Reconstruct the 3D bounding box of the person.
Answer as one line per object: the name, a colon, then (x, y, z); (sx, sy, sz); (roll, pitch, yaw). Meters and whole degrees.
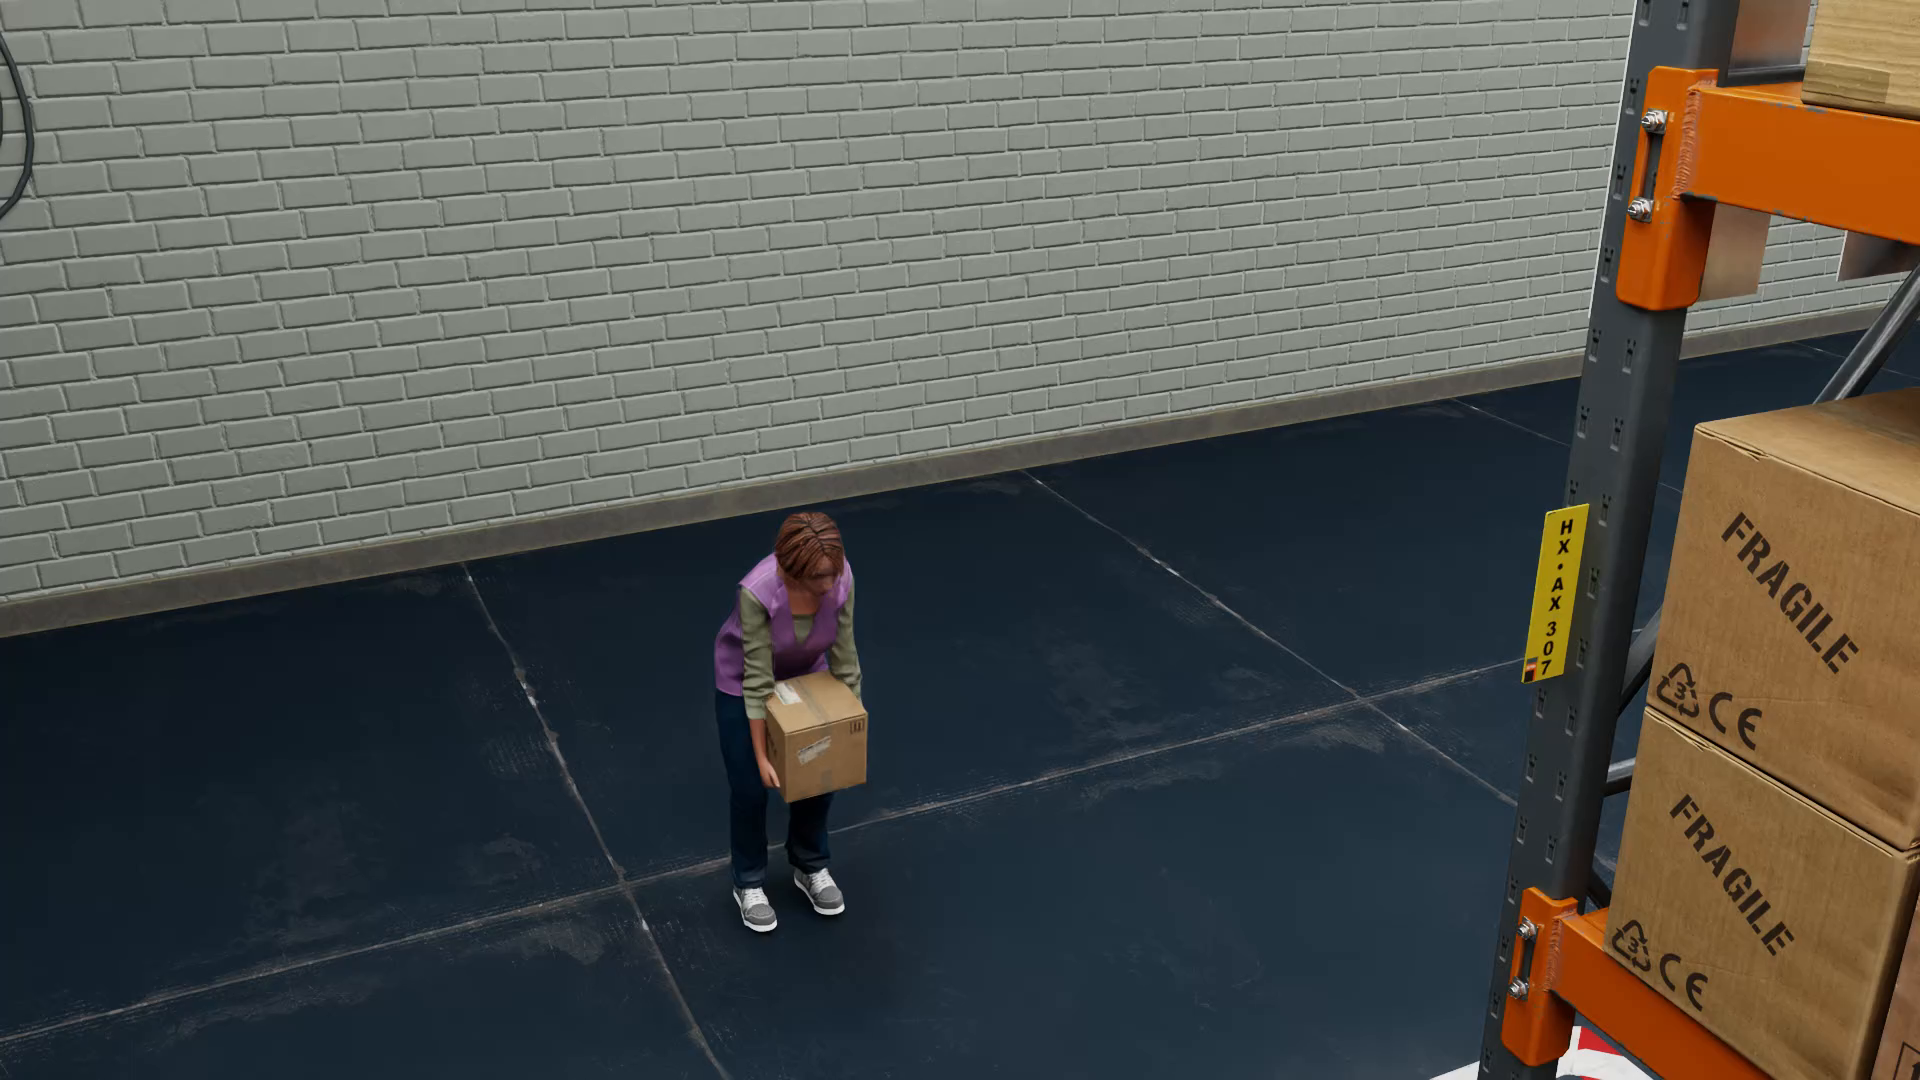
person: (-0.506, 0.543, 4.983); (0.373, 1.458, 0.636); (-11, 25, -25)
